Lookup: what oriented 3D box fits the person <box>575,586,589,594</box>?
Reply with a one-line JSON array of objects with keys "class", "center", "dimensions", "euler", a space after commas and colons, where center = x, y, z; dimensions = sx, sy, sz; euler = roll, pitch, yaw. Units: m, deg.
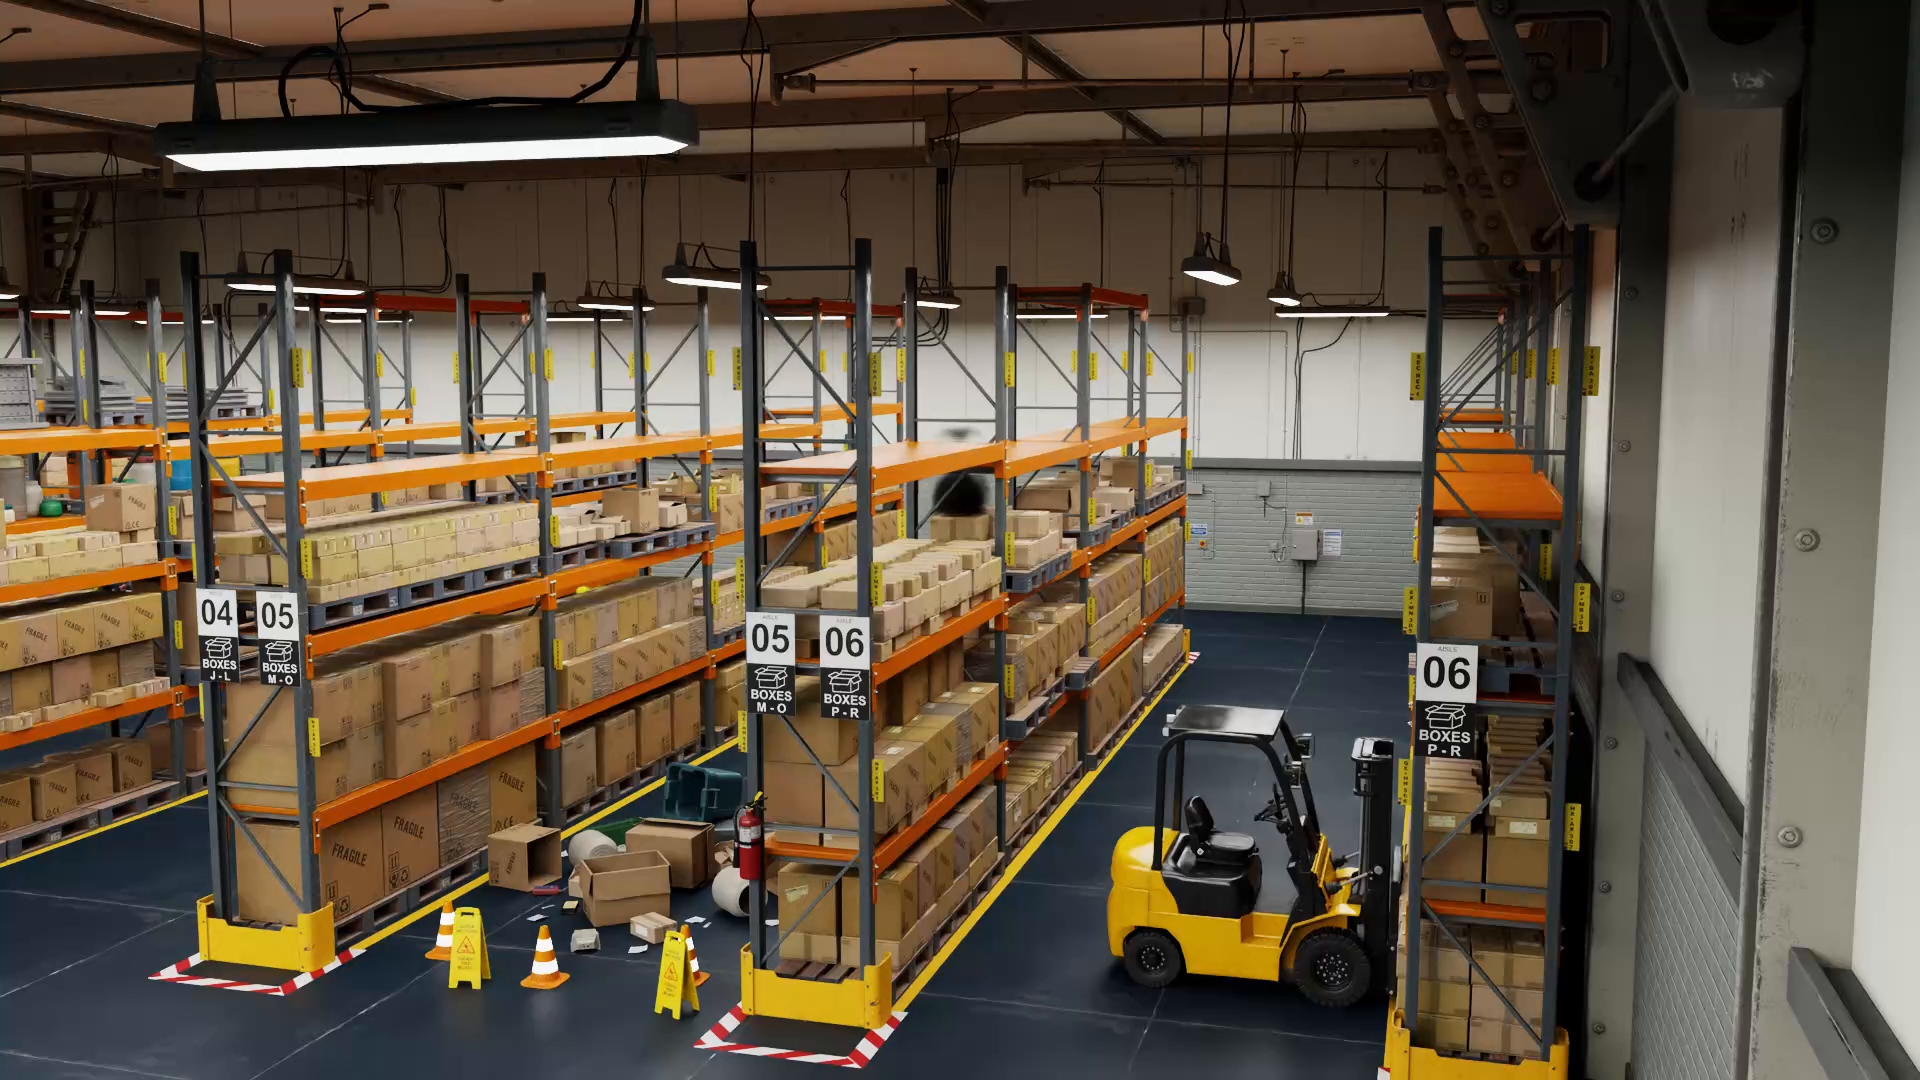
[{"class": "person", "center": [-5.500, 1.566, 24.408], "dimensions": [0.659, 1.811, 0.832], "euler": [2, 7, 15]}]
